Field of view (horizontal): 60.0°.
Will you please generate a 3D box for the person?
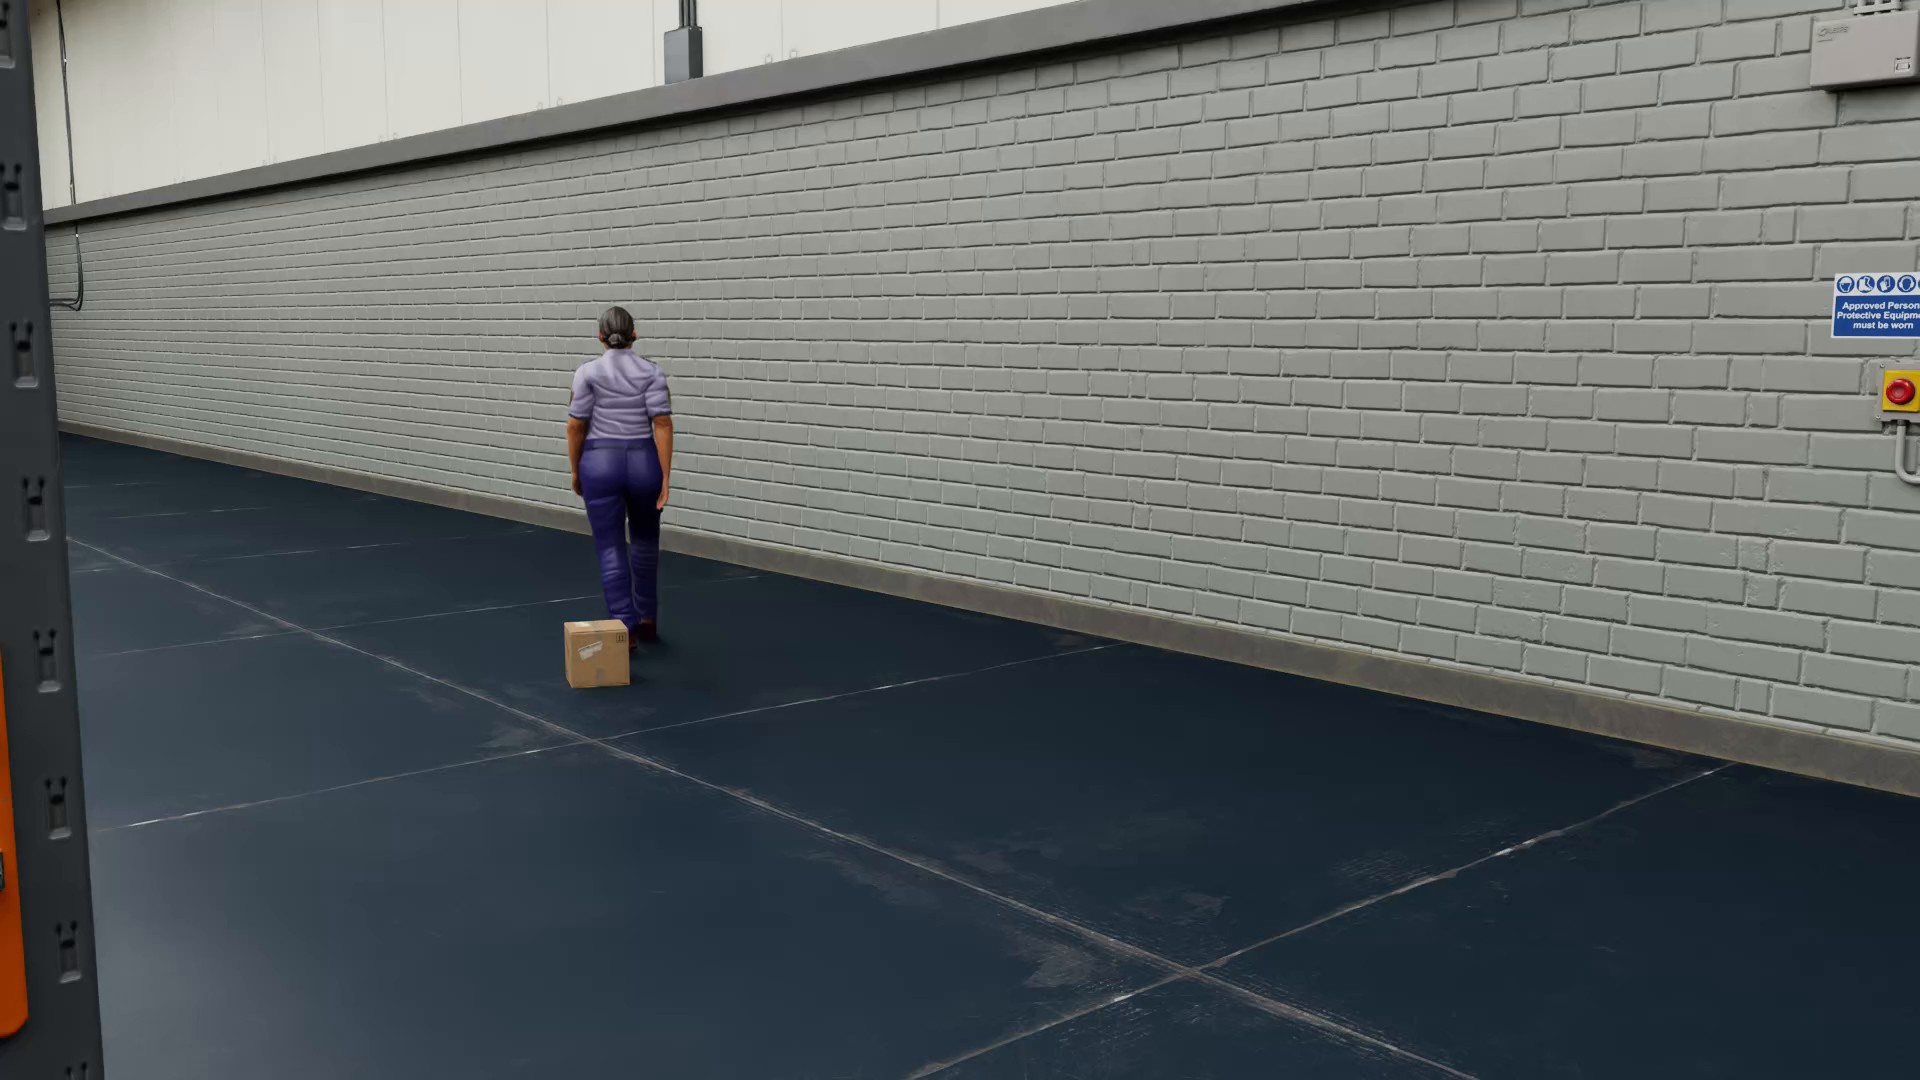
[{"bbox_3d":[-1.652,-0.274,8.049,0.484,1.686,0.705,-3,8,-21],"label":"person"}]
